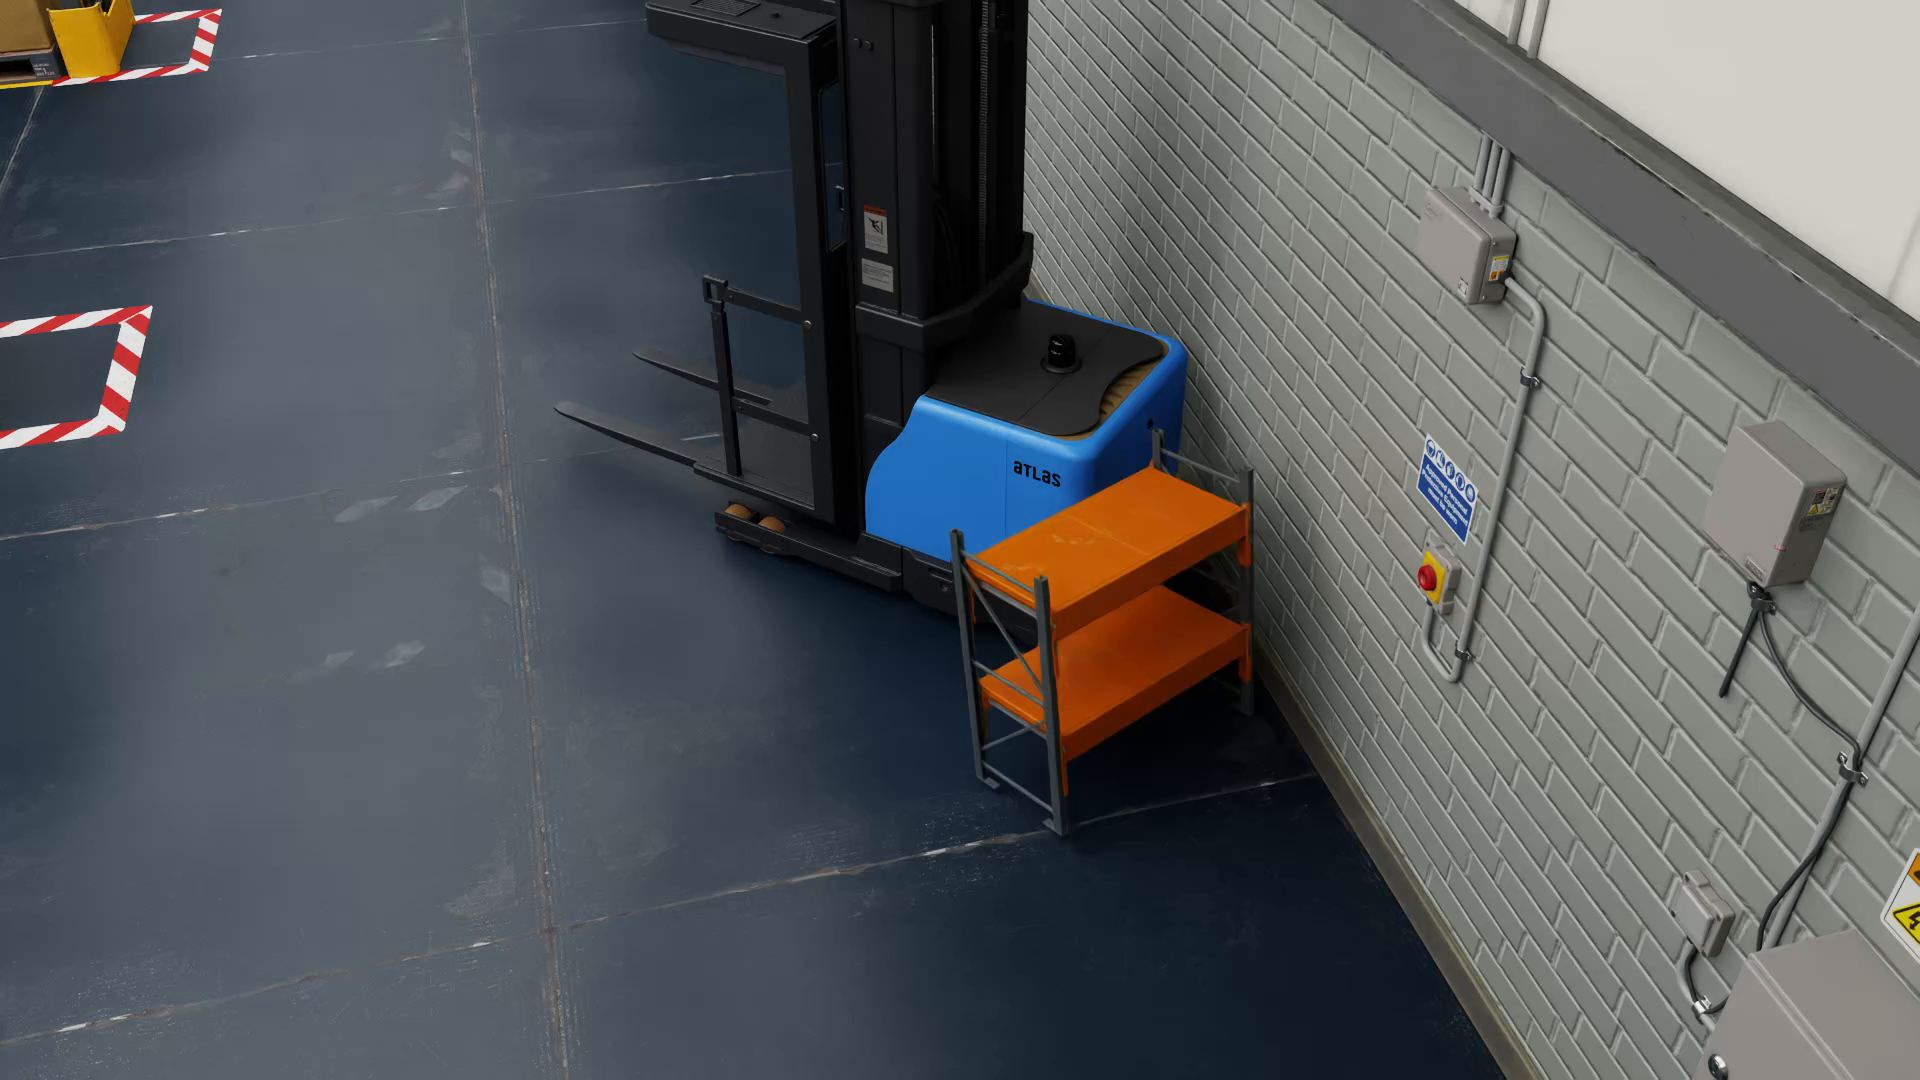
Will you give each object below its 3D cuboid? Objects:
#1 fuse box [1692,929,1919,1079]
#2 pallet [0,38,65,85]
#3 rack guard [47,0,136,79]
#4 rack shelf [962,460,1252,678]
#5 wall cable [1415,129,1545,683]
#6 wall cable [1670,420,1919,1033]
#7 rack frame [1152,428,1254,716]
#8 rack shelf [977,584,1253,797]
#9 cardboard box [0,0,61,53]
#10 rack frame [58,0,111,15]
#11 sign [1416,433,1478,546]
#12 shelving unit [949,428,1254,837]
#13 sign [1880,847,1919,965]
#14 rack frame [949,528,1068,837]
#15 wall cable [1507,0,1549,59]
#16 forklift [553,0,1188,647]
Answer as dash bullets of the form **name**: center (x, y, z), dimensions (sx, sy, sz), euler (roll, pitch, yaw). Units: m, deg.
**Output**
- **fuse box**: center (1.901, 1.750, 4.054), dimensions (0.414, 1.711, 0.539), euler (-9, 38, -12)
- **pallet**: center (-7.278, -3.643, 12.338), dimensions (1.213, 0.211, 1.003), euler (-9, 38, -12)
- **rack guard**: center (-6.504, -3.934, 12.481), dimensions (0.348, 0.500, 1.175), euler (-9, 38, -12)
- **rack shelf**: center (0.547, 0.083, 6.178), dimensions (1.000, 0.278, 0.538), euler (-27, 36, -30)
- **wall cable**: center (1.494, -0.433, 4.985), dimensions (0.123, 1.953, 0.585), euler (-9, 38, -12)
- **wall cable**: center (1.875, 0.410, 3.909), dimensions (0.122, 1.984, 0.588), euler (-9, 38, -12)
- **rack frame**: center (0.966, 0.137, 6.585), dimensions (0.032, 1.125, 0.500), euler (-27, 36, -30)
- **rack shelf**: center (0.596, 0.542, 6.452), dimensions (1.000, 0.278, 0.538), euler (-27, 36, -30)
- **cardboard box**: center (-7.124, -4.097, 12.041), dimensions (0.875, 0.875, 0.875), euler (-9, 38, -12)
- **rack frame**: center (-6.527, -4.923, 11.717), dimensions (0.127, 3.000, 1.000), euler (-9, 38, -12)
- **sign**: center (1.541, -0.162, 5.271), dimensions (0.001, 0.218, 0.327), euler (-9, 38, -12)
- **shelving unit**: center (0.574, 0.333, 6.327), dimensions (1.048, 1.125, 0.538), euler (-27, 36, -30)
- **sign**: center (2.087, 0.845, 3.497), dimensions (0.001, 0.242, 0.339), euler (-9, 38, -12)
- **rack frame**: center (0.182, 0.529, 6.070), dimensions (0.032, 1.125, 0.500), euler (-27, 36, -30)
- **wall cable**: center (1.475, -2.559, 3.689), dimensions (0.029, 3.000, 0.463), euler (-9, 38, -12)
- **forklift**: center (-0.544, -1.357, 7.112), dimensions (3.031, 2.935, 1.130), euler (20, 42, 24)
